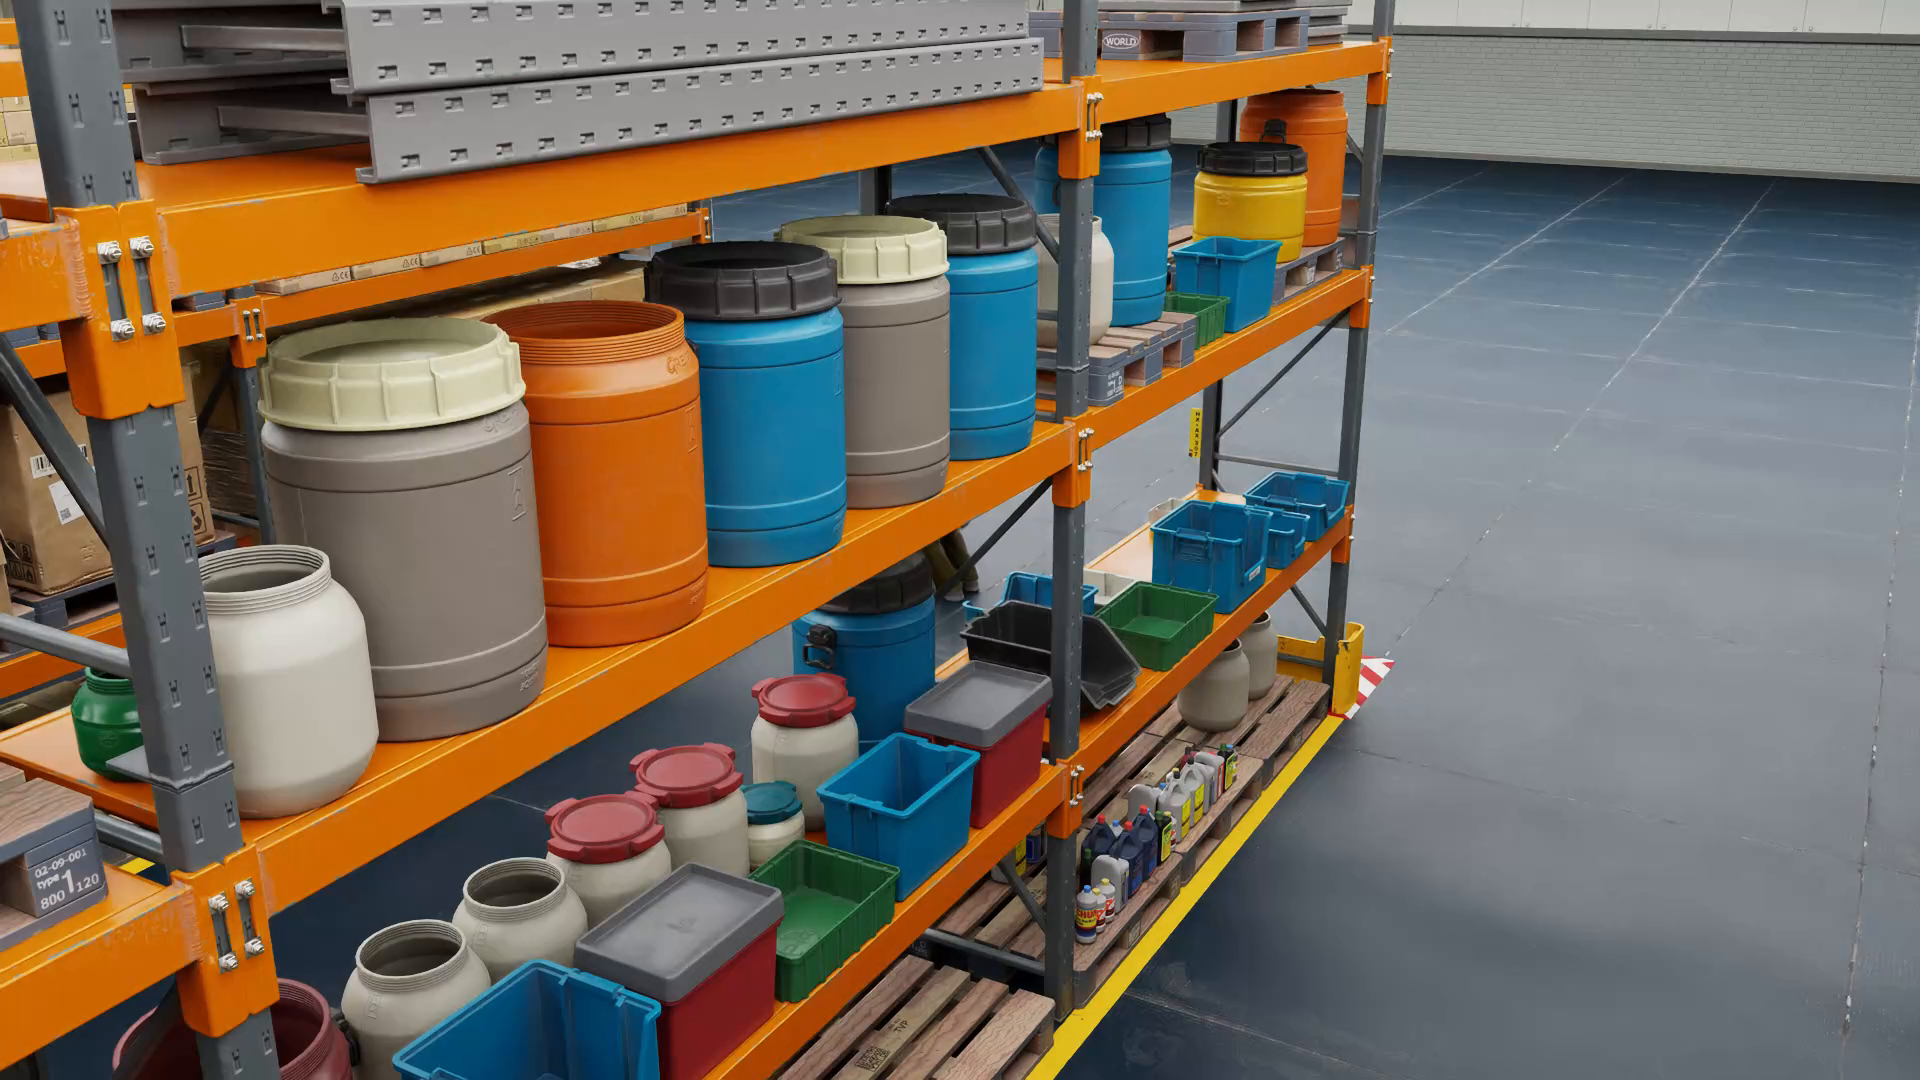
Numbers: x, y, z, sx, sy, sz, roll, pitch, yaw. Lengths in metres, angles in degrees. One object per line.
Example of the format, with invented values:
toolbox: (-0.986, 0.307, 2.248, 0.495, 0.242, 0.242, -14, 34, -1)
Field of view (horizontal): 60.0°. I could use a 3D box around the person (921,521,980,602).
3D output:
person: (-0.119, -0.257, 12.396, 0.613, 1.414, 0.626, 11, 22, 28)
